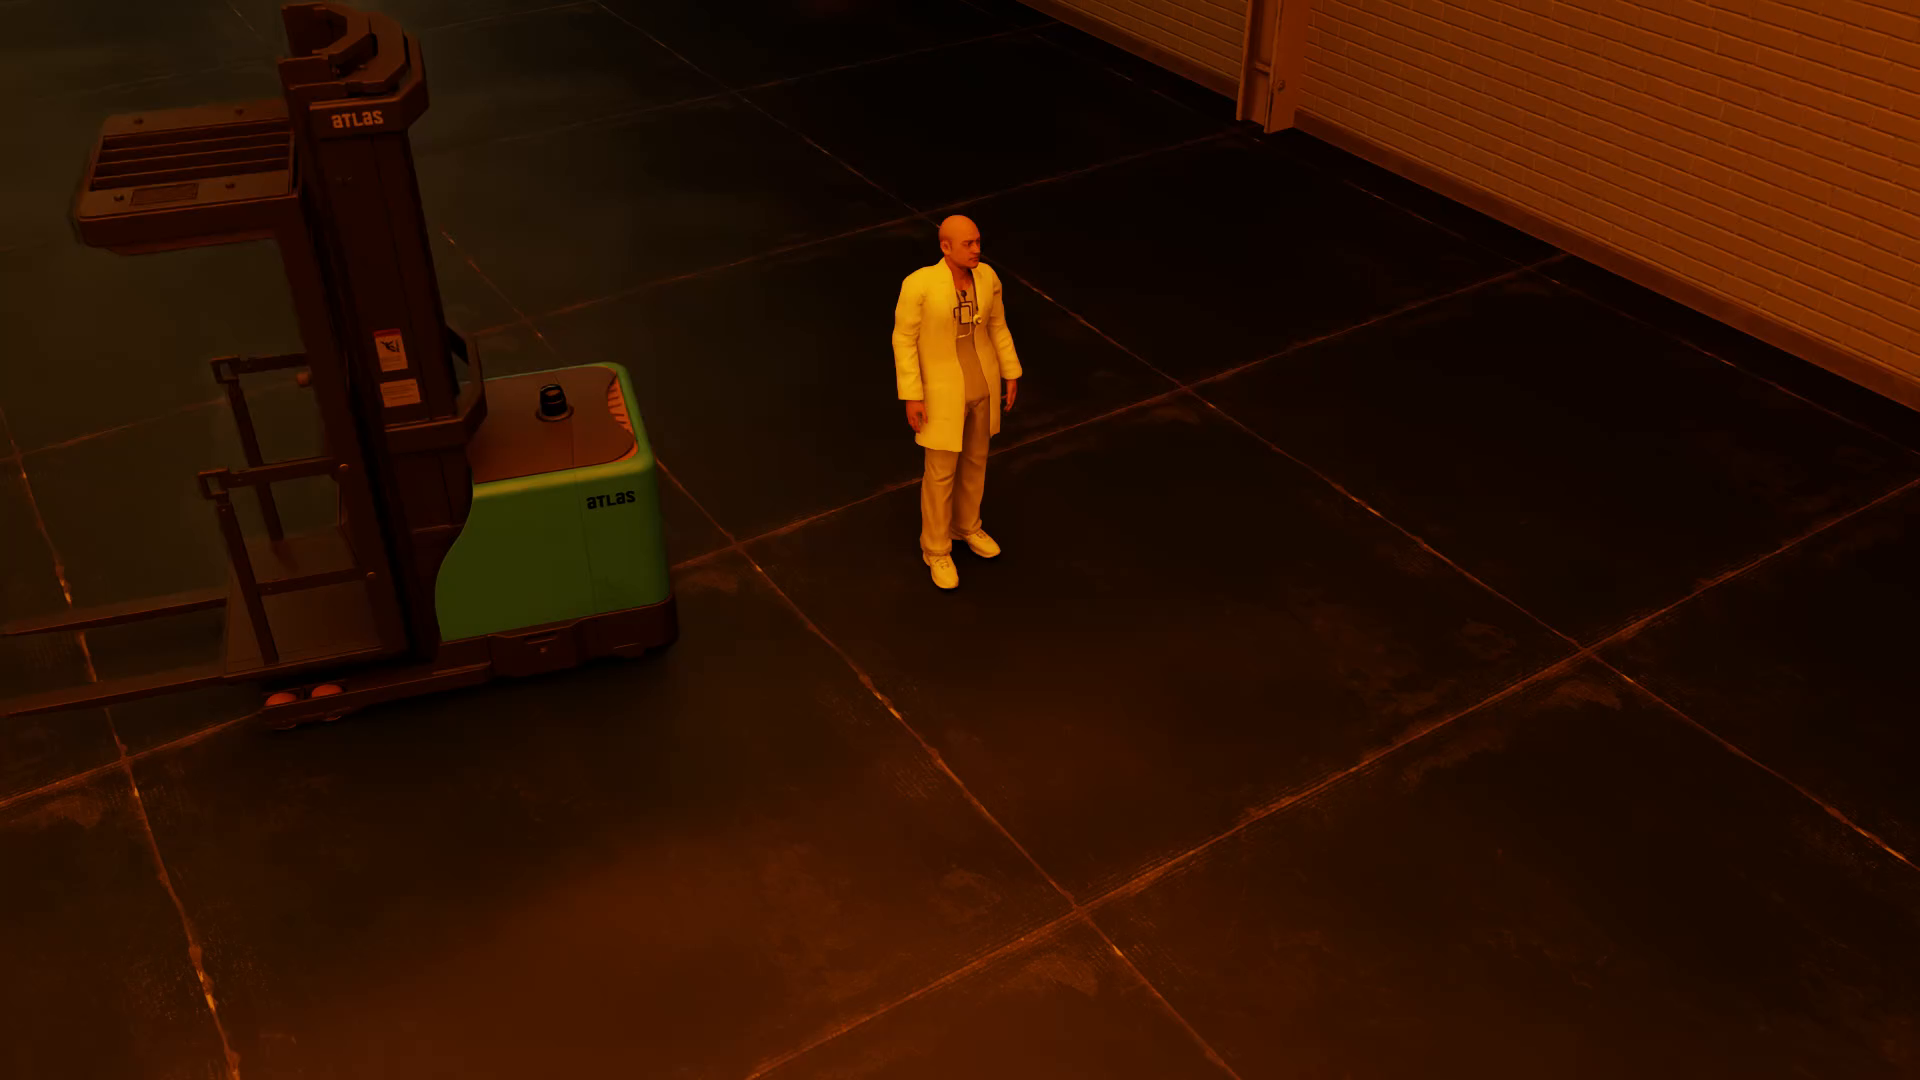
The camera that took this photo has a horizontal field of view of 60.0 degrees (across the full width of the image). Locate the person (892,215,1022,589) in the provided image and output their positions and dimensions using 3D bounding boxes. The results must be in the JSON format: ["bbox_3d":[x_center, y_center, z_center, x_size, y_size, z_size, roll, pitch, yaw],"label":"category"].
[{"bbox_3d":[0.047,-0.687,8.116,0.696,1.776,0.575,-21,40,-27],"label":"person"}]

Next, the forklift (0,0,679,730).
[{"bbox_3d":[-2.919,-0.687,7.126,3.031,2.935,1.130,-10,36,-14],"label":"forklift"}]
